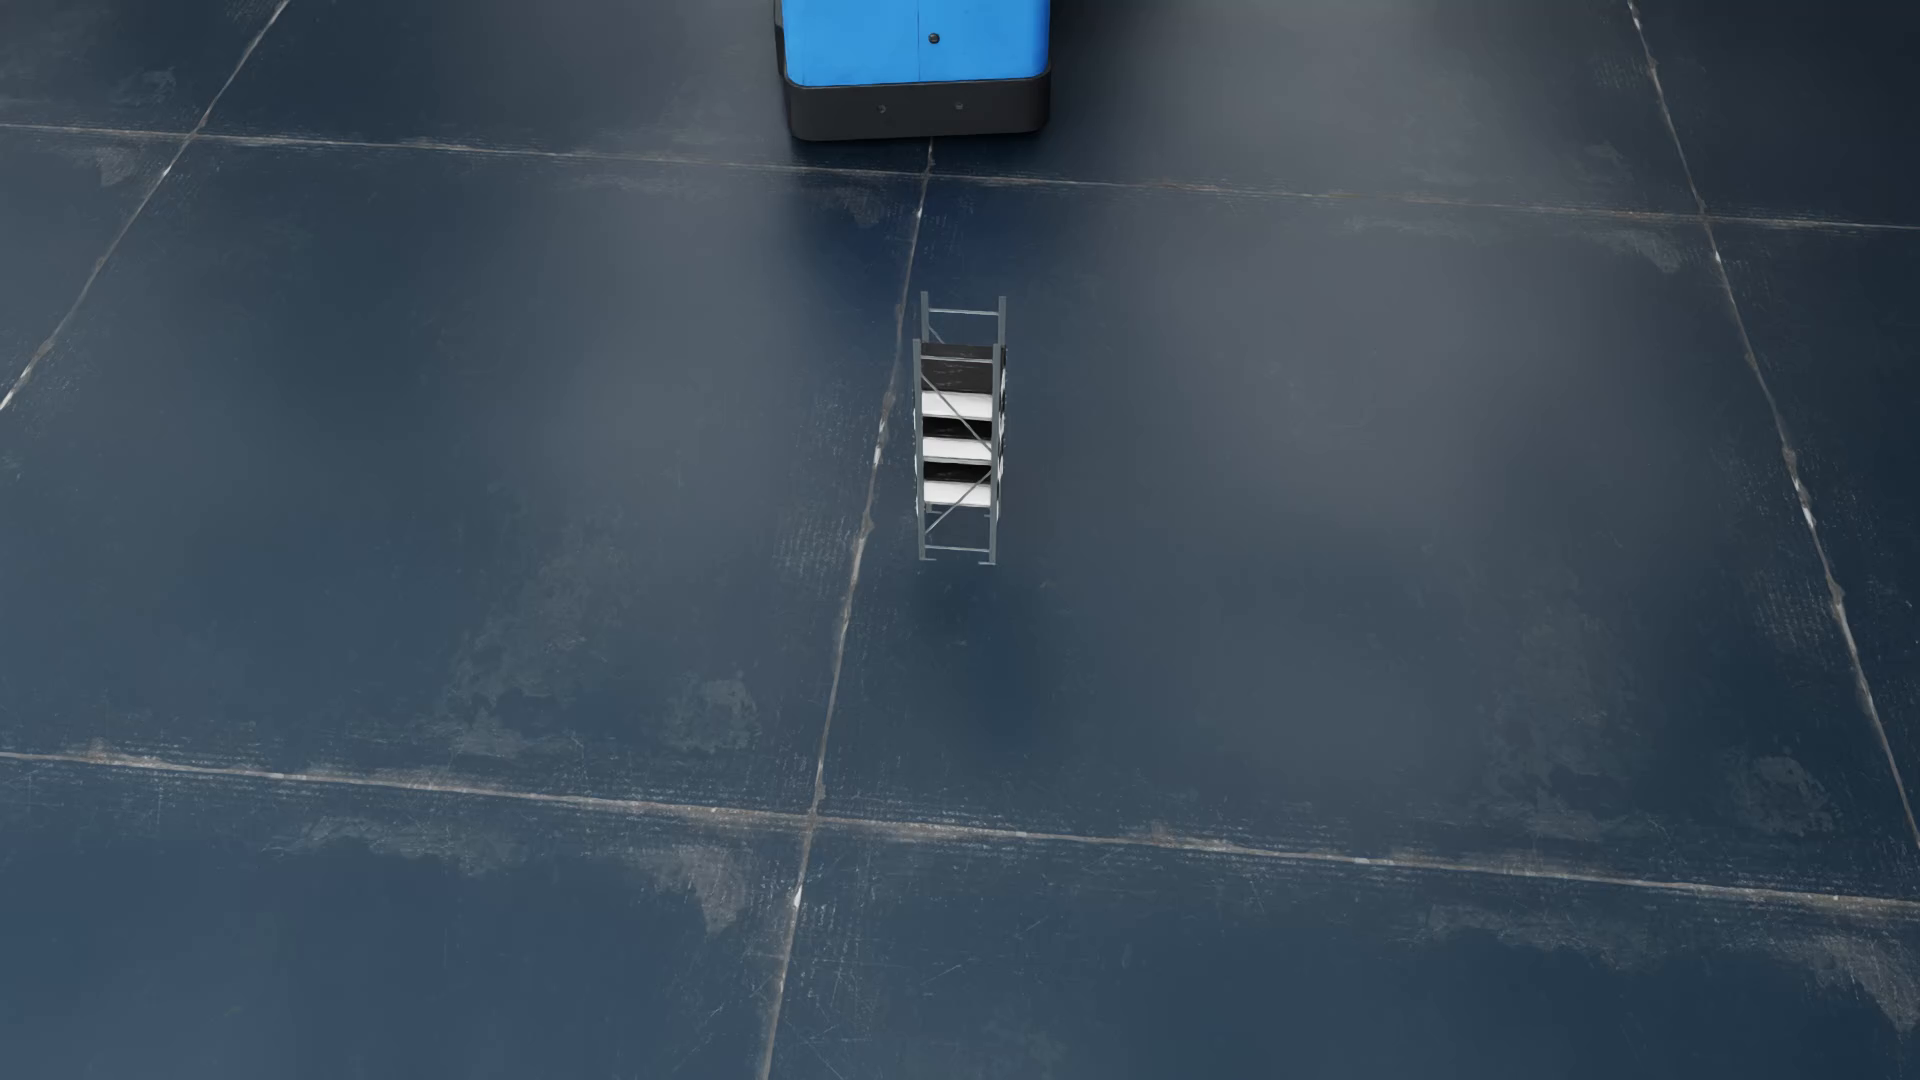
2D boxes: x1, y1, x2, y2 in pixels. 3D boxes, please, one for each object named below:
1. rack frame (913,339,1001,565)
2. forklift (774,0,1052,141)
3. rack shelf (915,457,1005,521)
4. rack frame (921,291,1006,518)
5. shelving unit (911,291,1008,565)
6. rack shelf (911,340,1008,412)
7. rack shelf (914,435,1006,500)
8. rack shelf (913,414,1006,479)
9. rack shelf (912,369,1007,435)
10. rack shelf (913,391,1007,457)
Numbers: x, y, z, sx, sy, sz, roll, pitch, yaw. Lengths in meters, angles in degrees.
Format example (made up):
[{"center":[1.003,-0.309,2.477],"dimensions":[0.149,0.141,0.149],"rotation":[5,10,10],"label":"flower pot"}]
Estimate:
[{"center":[-0.009,-0.235,4.855],"dimensions":[0.240,0.900,0.006],"rotation":[4,48,4],"label":"rack frame"},{"center":[-0.267,-3.661,6.612],"dimensions":[1.130,2.935,3.031],"rotation":[-3,48,-3],"label":"forklift"},{"center":[0.001,-0.166,5.081],"dimensions":[0.258,0.077,0.200],"rotation":[4,48,4],"label":"rack shelf"},{"center":[0.010,-0.384,4.992],"dimensions":[0.240,0.900,0.006],"rotation":[4,48,4],"label":"rack frame"},{"center":[0.001,-0.310,4.923],"dimensions":[0.258,0.900,0.210],"rotation":[4,48,4],"label":"shelving unit"},{"center":[0.001,-0.469,4.749],"dimensions":[0.258,0.077,0.200],"rotation":[4,48,4],"label":"rack shelf"},{"center":[0.001,-0.226,5.014],"dimensions":[0.258,0.077,0.200],"rotation":[4,48,4],"label":"rack shelf"},{"center":[0.001,-0.287,4.948],"dimensions":[0.258,0.077,0.200],"rotation":[4,48,4],"label":"rack shelf"},{"center":[0.001,-0.409,4.815],"dimensions":[0.258,0.077,0.200],"rotation":[4,48,4],"label":"rack shelf"},{"center":[0.001,-0.348,4.882],"dimensions":[0.258,0.077,0.200],"rotation":[4,48,4],"label":"rack shelf"}]
